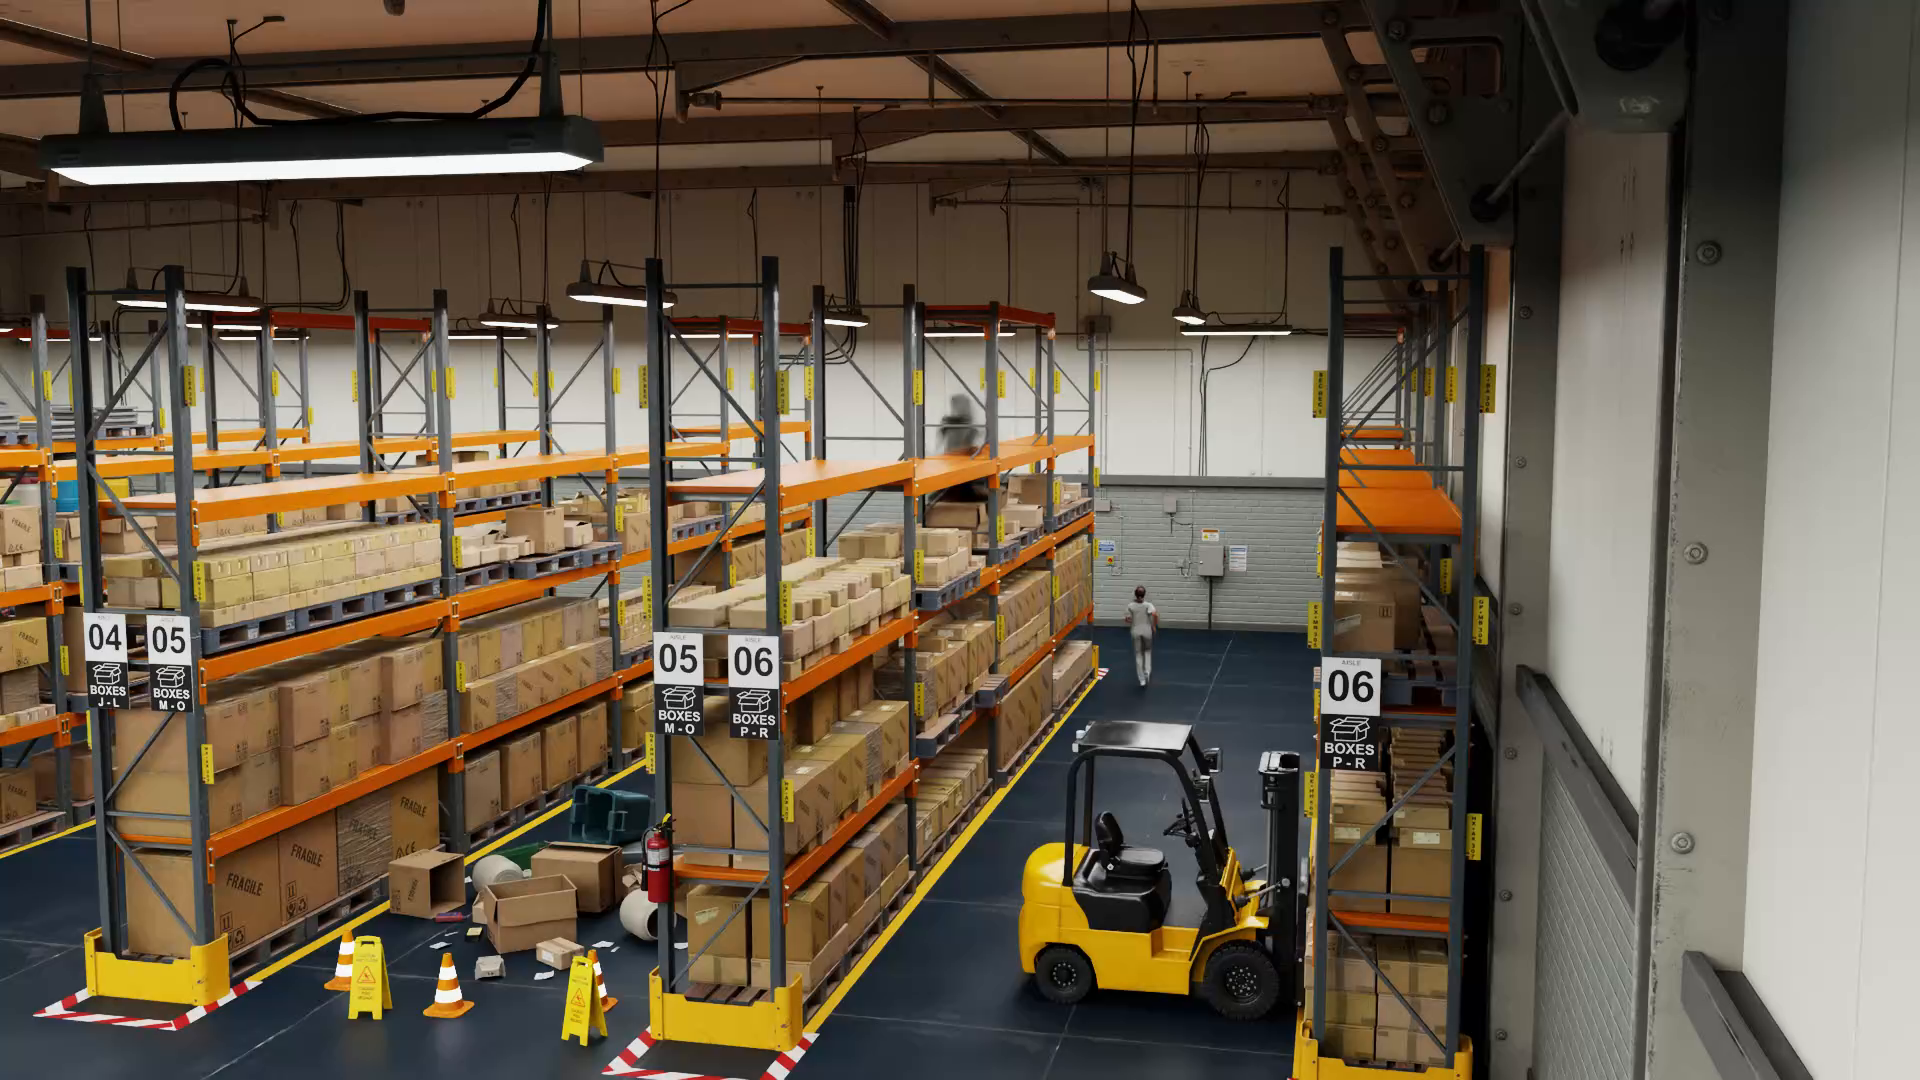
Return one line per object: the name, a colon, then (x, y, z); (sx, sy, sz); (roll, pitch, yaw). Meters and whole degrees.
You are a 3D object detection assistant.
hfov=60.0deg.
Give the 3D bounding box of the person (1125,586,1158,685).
person: (2.986, 1.574, 27.379); (0.539, 1.652, 0.643); (1, 6, 6)
